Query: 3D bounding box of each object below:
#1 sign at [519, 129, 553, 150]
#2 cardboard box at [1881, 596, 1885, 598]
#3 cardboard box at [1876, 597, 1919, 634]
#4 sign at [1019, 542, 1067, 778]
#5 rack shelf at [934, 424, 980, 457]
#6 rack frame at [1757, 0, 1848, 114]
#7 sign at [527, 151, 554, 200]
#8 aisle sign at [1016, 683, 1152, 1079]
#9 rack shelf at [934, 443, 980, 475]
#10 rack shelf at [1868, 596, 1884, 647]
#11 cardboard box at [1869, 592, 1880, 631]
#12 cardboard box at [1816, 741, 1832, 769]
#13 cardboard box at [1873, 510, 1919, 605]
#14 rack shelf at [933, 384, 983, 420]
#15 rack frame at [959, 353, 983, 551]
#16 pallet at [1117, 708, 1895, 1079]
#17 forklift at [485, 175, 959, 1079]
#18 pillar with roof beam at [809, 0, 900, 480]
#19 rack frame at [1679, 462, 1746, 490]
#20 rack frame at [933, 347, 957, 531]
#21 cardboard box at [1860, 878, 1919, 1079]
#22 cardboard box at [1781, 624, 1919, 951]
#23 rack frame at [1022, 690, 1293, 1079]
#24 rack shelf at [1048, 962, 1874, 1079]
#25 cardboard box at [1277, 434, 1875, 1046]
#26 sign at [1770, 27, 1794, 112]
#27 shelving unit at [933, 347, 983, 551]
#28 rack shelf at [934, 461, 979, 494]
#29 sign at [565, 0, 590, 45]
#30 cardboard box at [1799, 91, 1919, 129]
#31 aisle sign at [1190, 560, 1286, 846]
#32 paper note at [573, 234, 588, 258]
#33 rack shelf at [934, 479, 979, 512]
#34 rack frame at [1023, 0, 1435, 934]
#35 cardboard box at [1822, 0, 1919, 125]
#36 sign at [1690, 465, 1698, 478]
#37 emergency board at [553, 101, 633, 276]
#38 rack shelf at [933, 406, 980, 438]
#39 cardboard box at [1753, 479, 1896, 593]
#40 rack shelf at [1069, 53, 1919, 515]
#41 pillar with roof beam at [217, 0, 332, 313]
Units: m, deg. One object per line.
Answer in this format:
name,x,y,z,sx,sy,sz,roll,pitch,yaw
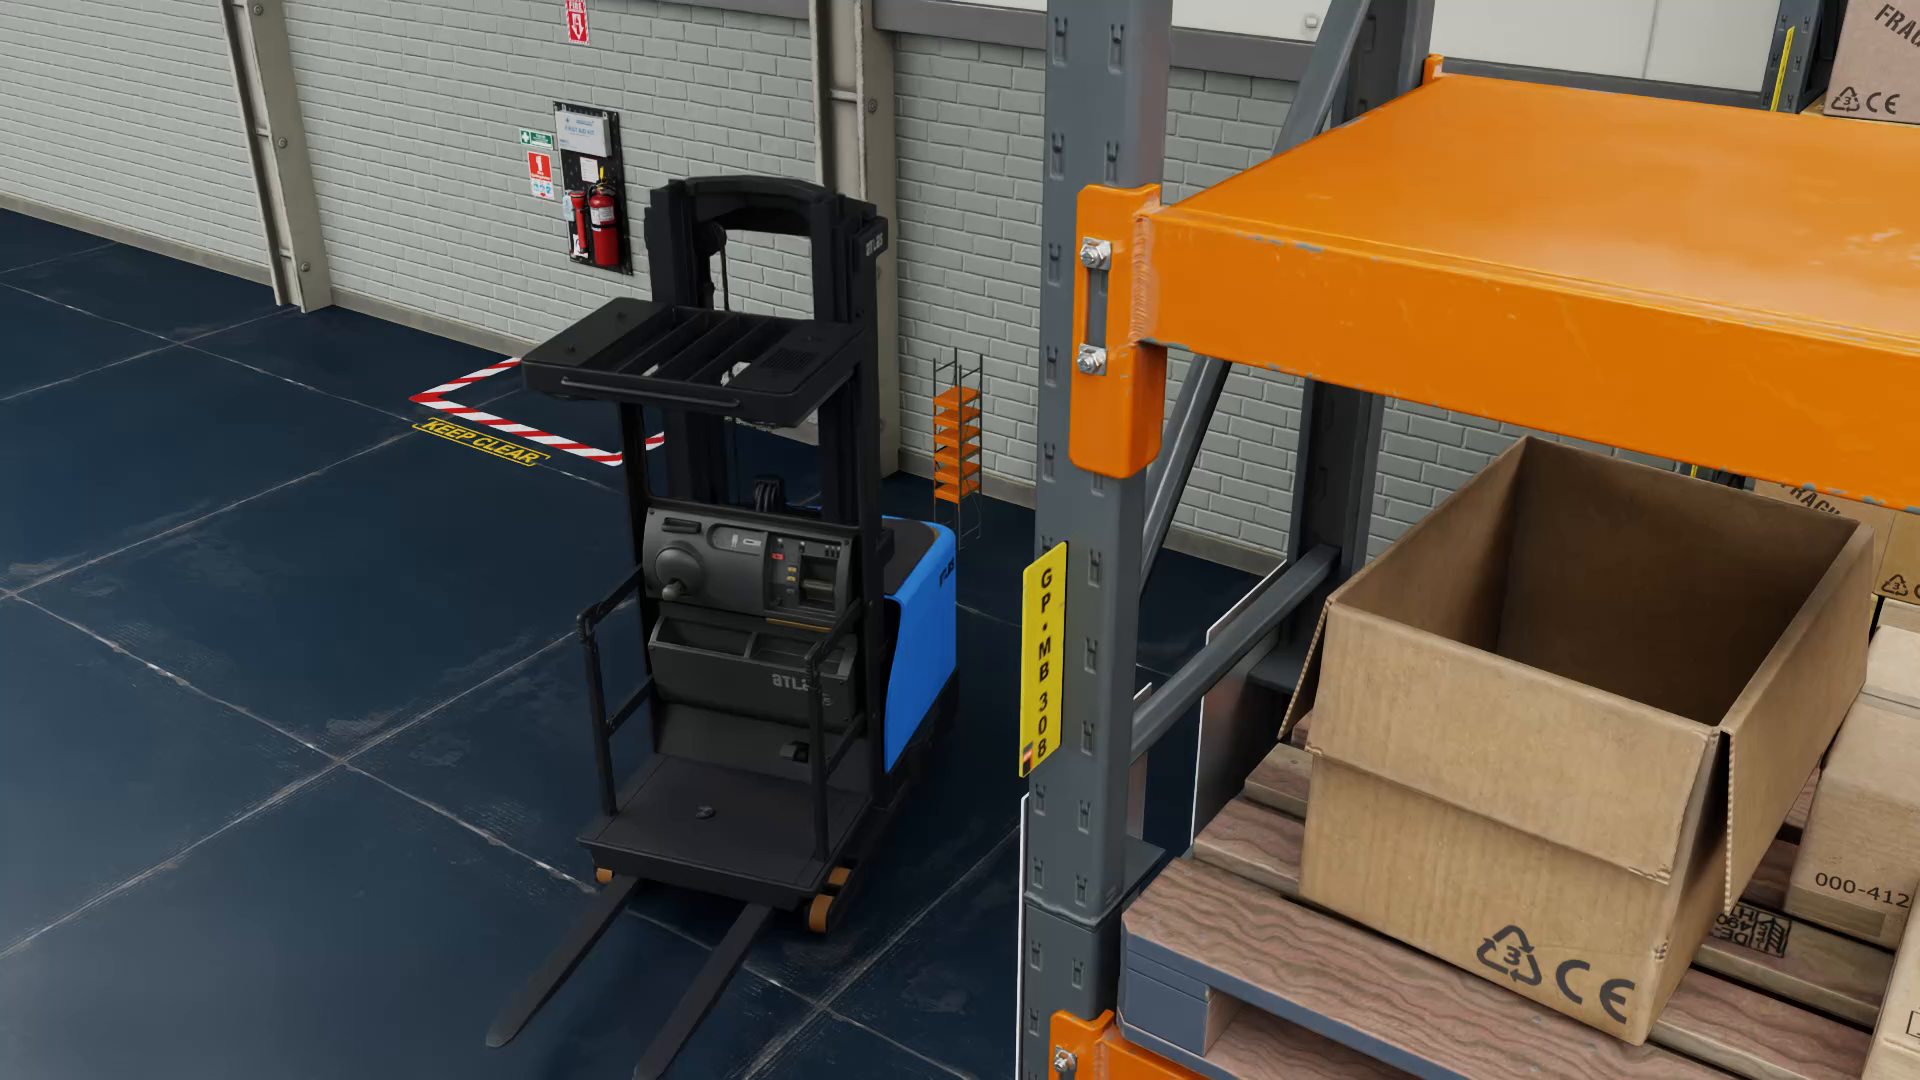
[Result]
sign,-3.060,-2.893,12.004,0.331,0.109,0.001,17,32,30
cardboard box,4.162,0.103,6.883,0.500,0.250,0.500,18,32,32
cardboard box,3.891,0.298,6.500,0.500,0.250,0.500,16,31,29
sign,0.112,0.165,2.259,0.005,0.325,0.100,17,32,30
rack shelf,-0.012,-0.606,9.951,0.180,0.103,0.258,17,32,30
rack frame,3.233,-2.805,5.841,0.127,3.000,1.000,17,32,30
sign,-3.059,-2.661,12.133,0.234,0.329,0.001,17,32,30
aisle sign,0.204,0.660,2.779,0.004,0.787,0.394,17,32,30
rack shelf,-0.012,-0.499,10.005,0.180,0.103,0.258,17,32,30
rack shelf,4.881,0.702,6.356,4.000,0.370,1.077,17,32,30
cardboard box,3.455,0.170,6.752,0.500,0.250,0.500,16,31,29
cardboard box,3.752,1.082,7.296,0.500,0.311,0.500,14,30,25
cardboard box,3.858,-0.042,6.343,0.500,0.500,0.500,17,32,30
rack shelf,-0.012,-0.820,9.842,0.180,0.103,0.258,17,32,30
rack frame,0.063,-0.515,9.939,0.006,1.200,0.240,17,32,30
pallet,1.000,0.615,2.525,1.213,0.211,1.003,17,32,30
forklift,-0.954,0.144,6.736,1.130,2.935,3.031,9,28,16
pillar with roof beam,-3.083,-2.880,5.988,0.400,9.000,9.100,17,32,30
rack frame,3.233,-0.132,7.202,0.127,3.000,1.000,17,32,30
rack frame,-0.087,-0.562,10.031,0.006,1.200,0.240,17,32,30
cardboard box,1.301,0.615,2.087,0.250,0.149,0.380,17,32,30
cardboard box,1.530,0.399,2.400,0.500,0.250,0.500,17,32,30
rack frame,0.431,1.721,3.561,0.127,3.000,1.000,17,32,30
rack shelf,2.080,1.219,2.034,4.000,0.370,1.077,17,32,30
cardboard box,0.903,0.238,2.437,0.637,0.503,0.797,20,33,34
sign,2.926,-1.655,5.924,0.005,0.325,0.100,17,32,30
shelving unit,-0.012,-0.538,9.985,0.189,1.200,0.258,17,32,30
rack shelf,-0.012,-0.392,10.060,0.180,0.103,0.258,17,32,30
sign,-2.612,-3.537,11.338,0.199,0.298,0.001,17,32,30
cardboard box,3.367,-1.343,6.142,0.500,0.500,0.500,18,32,32
aisle sign,0.543,0.436,3.220,0.004,0.787,0.394,17,32,30
paper note,-2.768,-2.144,12.126,0.142,0.148,0.016,17,32,30
rack shelf,-0.012,-0.285,10.114,0.180,0.103,0.258,17,32,30
rack frame,0.431,-0.952,2.200,0.127,3.000,1.000,17,32,30
cardboard box,3.413,-1.778,5.895,0.500,0.500,0.500,15,31,27
sign,2.926,-0.315,6.607,0.005,0.325,0.100,17,32,30
emergency board,-2.661,-2.465,11.786,0.643,1.169,0.194,17,32,30
rack shelf,-0.012,-0.713,9.896,0.180,0.103,0.258,17,32,30
cardboard box,3.456,-0.173,6.599,0.500,0.500,0.500,17,32,30
rack shelf,2.080,0.060,1.445,4.000,0.370,1.077,17,32,30
pillar with roof beam,-8.029,-4.421,9.016,0.400,9.000,9.100,17,32,30
